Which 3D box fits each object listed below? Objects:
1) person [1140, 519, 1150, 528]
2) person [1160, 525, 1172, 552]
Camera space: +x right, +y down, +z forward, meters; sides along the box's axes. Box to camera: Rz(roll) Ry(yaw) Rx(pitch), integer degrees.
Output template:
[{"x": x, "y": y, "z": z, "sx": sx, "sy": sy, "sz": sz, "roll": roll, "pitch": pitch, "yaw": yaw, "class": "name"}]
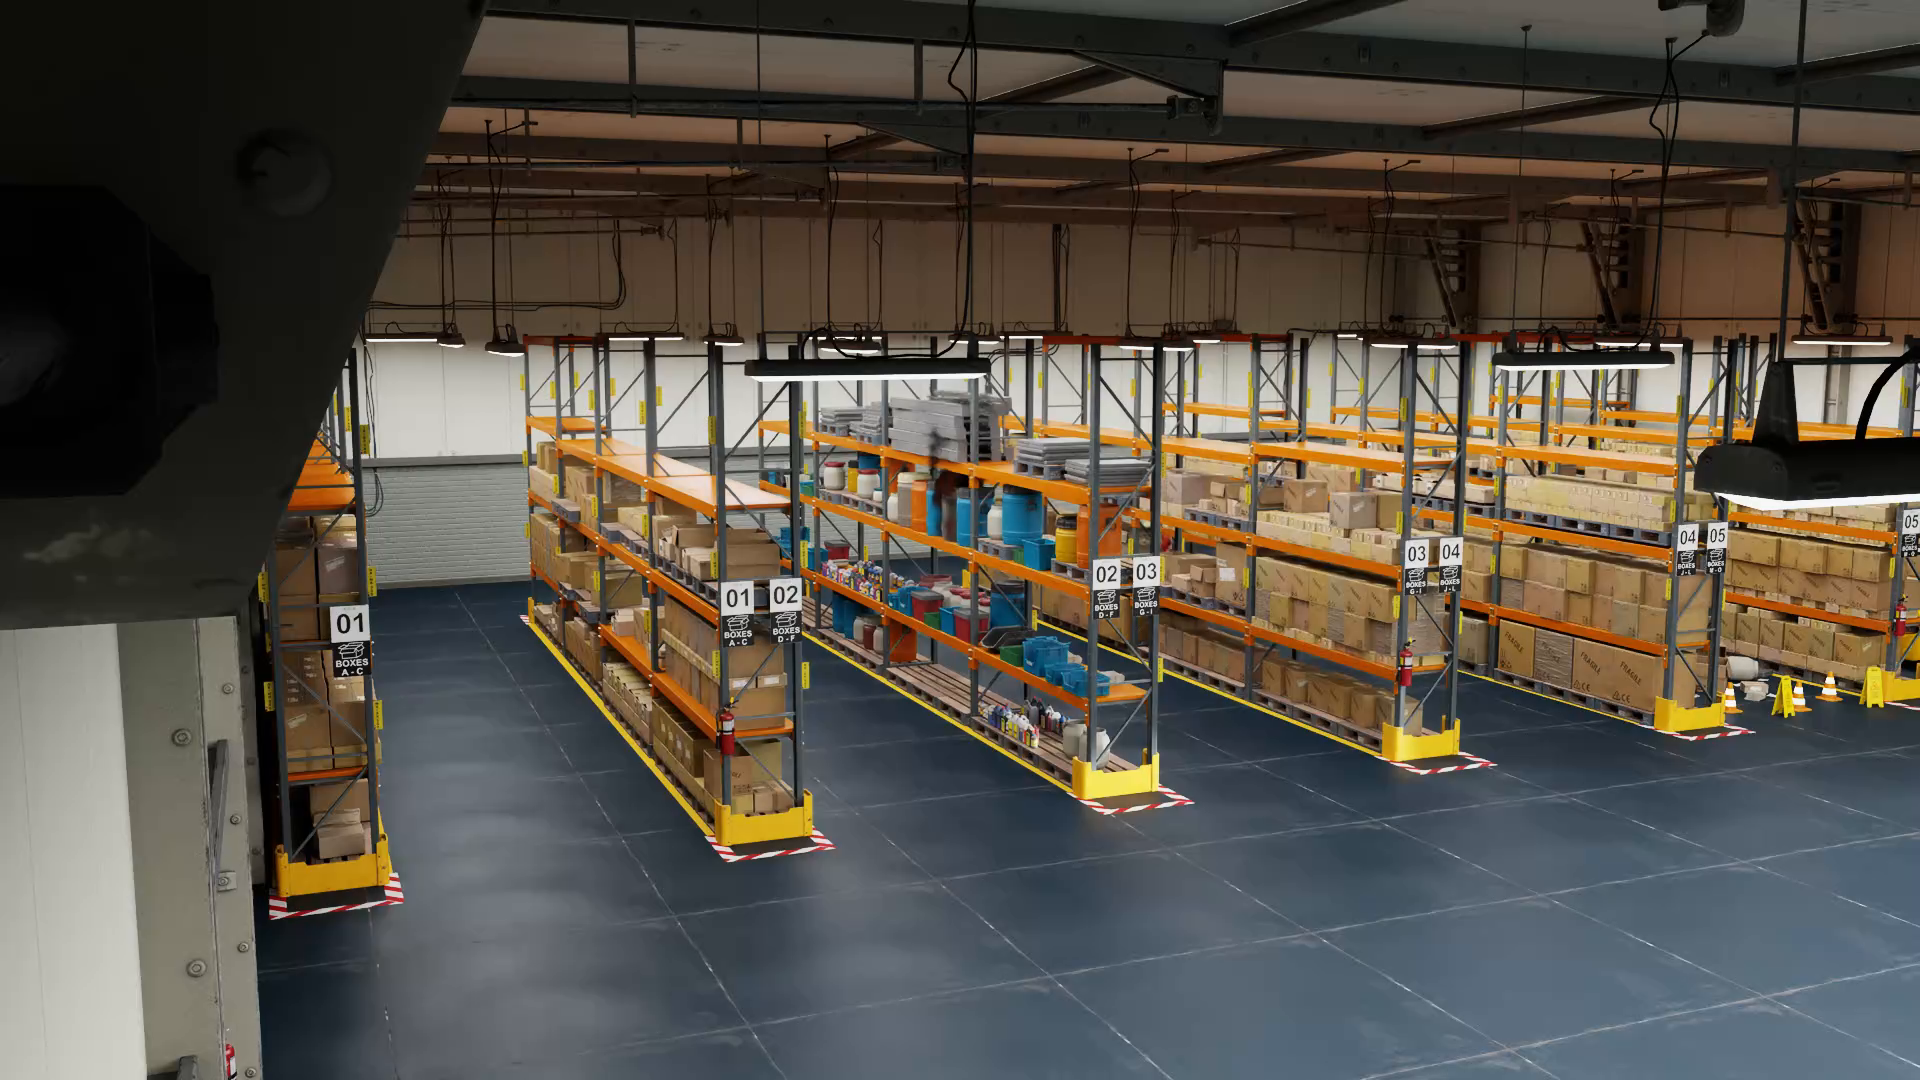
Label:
[{"x": 4.653, "y": 0.019, "z": 41.389, "sx": 0.630, "sy": 1.653, "sz": 0.587, "roll": -6, "pitch": 10, "yaw": -39, "class": "person"}, {"x": 4.508, "y": 0.481, "z": 37.791, "sx": 0.685, "sy": 1.702, "sz": 0.667, "roll": -2, "pitch": 8, "yaw": -12, "class": "person"}]
